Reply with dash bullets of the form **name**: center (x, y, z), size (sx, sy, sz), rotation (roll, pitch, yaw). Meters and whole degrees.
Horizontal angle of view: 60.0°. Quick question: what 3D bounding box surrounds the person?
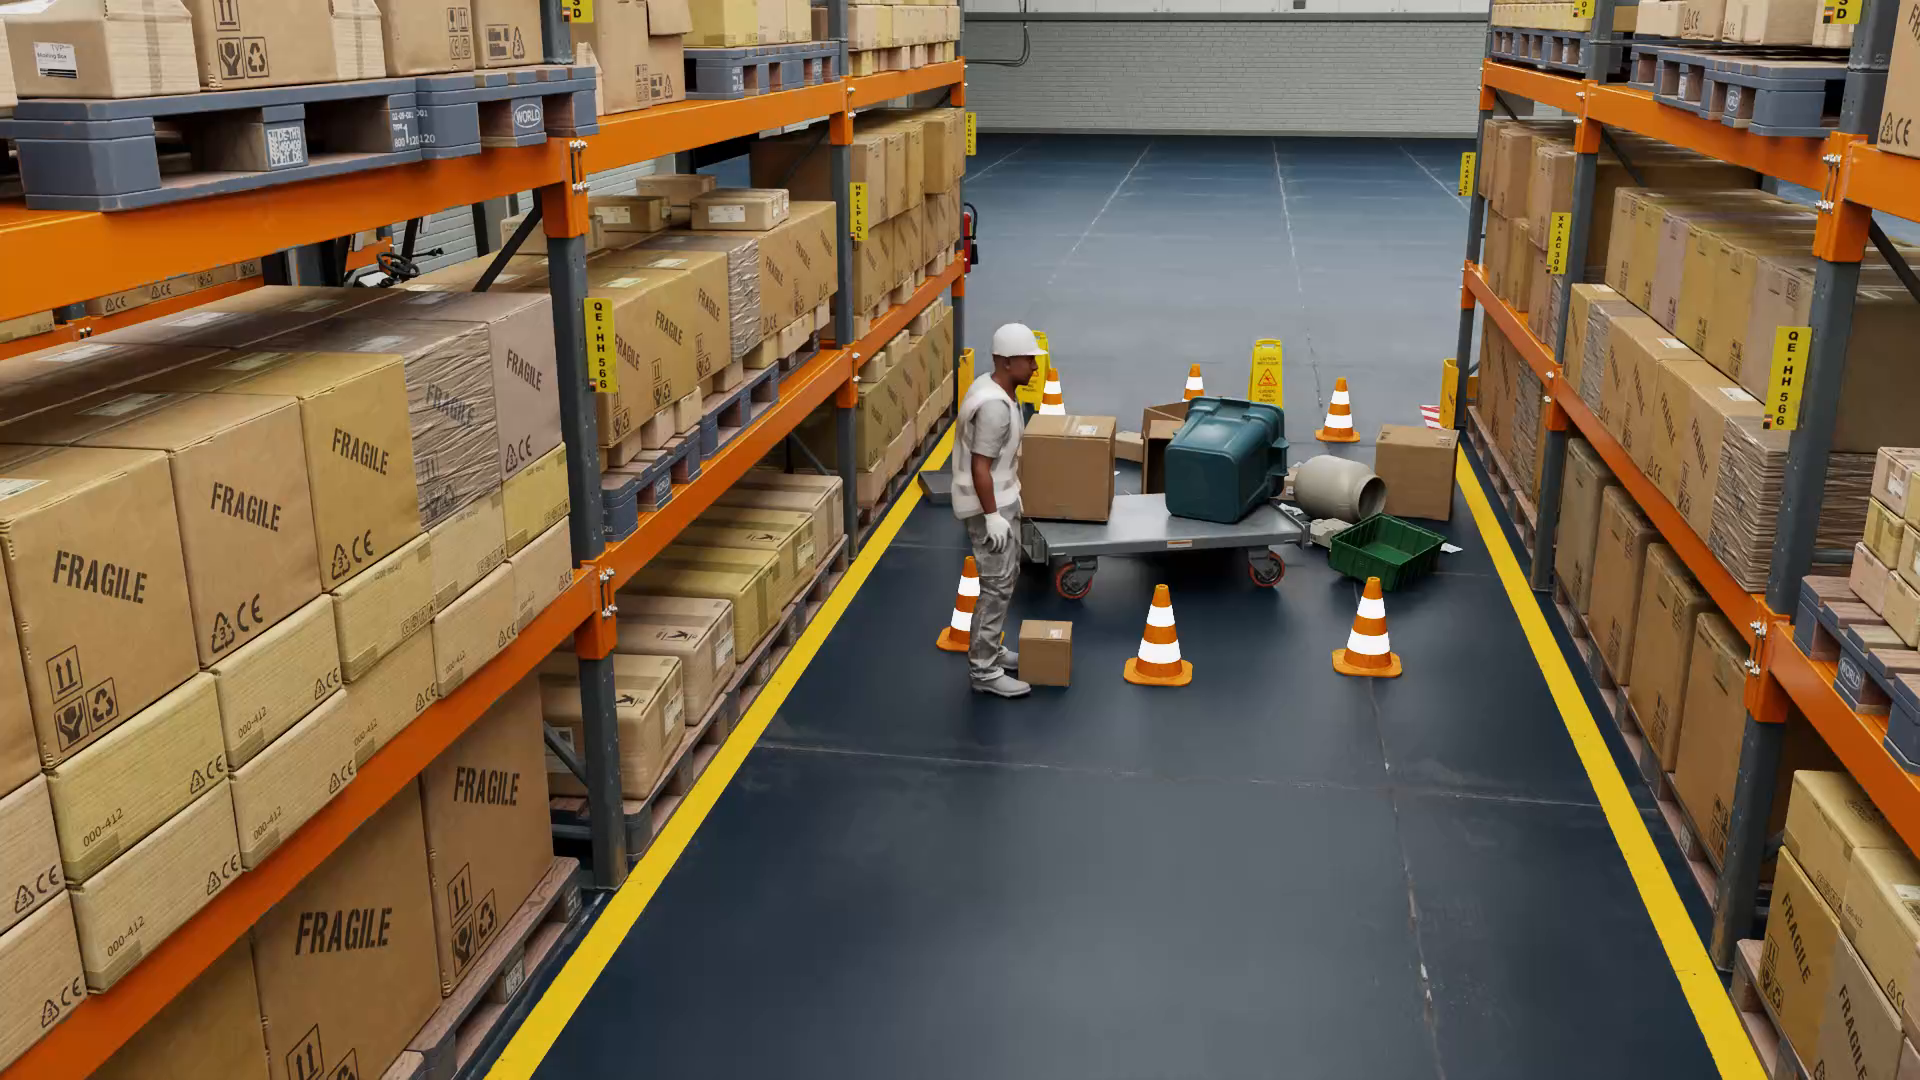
- **person**: center (0.186, -0.160, 8.036), size (0.448, 1.773, 0.617), rotation (3, 18, 8)
